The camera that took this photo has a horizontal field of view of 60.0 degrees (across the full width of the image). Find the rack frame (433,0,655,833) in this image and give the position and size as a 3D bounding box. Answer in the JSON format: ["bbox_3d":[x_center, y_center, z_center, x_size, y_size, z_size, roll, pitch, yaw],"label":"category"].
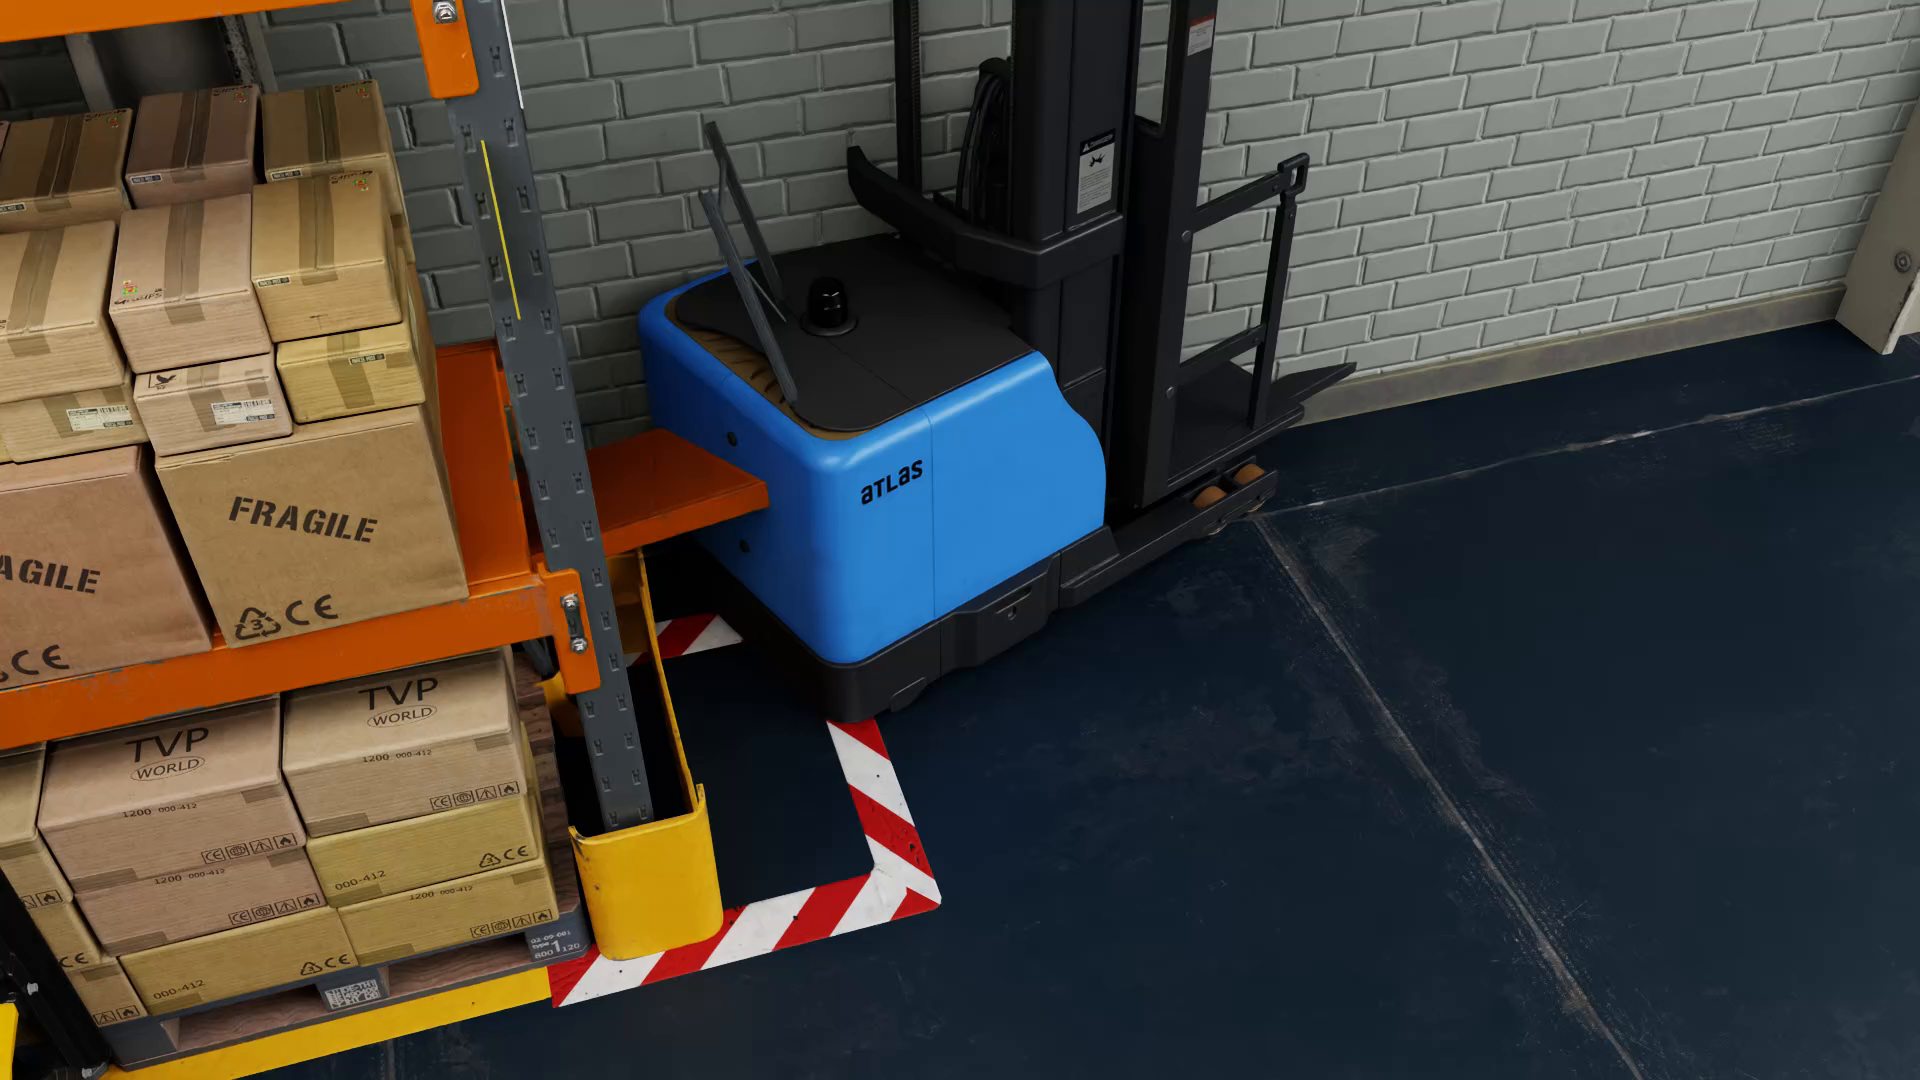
[{"bbox_3d":[-0.994,-0.385,3.911,0.127,3.000,1.000,-12,42,-13],"label":"rack frame"}]

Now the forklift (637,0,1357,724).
[{"bbox_3d":[0.486,-1.365,5.085,3.031,2.935,1.130,-28,48,-28],"label":"forklift"}]

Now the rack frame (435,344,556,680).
[{"bbox_3d":[-1.411,-0.130,4.883,0.032,1.500,0.500,-17,35,5],"label":"rack frame"}]

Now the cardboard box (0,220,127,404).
[{"bbox_3d":[-1.739,-0.439,3.178,0.250,0.149,0.380,-11,42,-12],"label":"cardboard box"}]

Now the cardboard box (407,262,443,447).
[{"bbox_3d":[-1.550,-0.499,3.966,0.500,0.500,0.500,-10,42,-12],"label":"cardboard box"}]

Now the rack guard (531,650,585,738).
[{"bbox_3d":[-1.227,0.350,5.238,0.087,0.250,0.587,-17,35,5],"label":"rack guard"}]

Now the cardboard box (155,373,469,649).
[{"bbox_3d":[-1.384,-0.161,3.578,0.500,0.500,0.500,-13,43,-14],"label":"cardboard box"}]

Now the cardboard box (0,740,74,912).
[{"bbox_3d":[-2.303,0.613,3.779,0.500,0.250,0.500,-11,42,-13],"label":"cardboard box"}]

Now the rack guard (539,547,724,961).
[{"bbox_3d":[-0.971,0.551,4.739,0.348,0.500,1.175,-12,42,-13],"label":"rack guard"}]

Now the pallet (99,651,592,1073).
[{"bbox_3d":[-1.711,0.842,4.625,1.213,0.211,1.003,-12,42,-13],"label":"pallet"}]

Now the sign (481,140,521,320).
[{"bbox_3d":[-0.844,-0.567,3.059,0.005,0.325,0.100,-12,42,-13],"label":"sign"}]

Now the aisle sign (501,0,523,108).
[{"bbox_3d":[-0.843,-1.193,2.860,0.004,0.787,0.394,-12,42,-13],"label":"aisle sign"}]

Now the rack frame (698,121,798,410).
[{"bbox_3d":[-0.444,-0.428,4.787,0.032,1.500,0.500,-17,35,5],"label":"rack frame"}]

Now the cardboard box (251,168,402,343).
[{"bbox_3d":[-1.272,-0.576,3.335,0.250,0.149,0.380,-12,42,-13],"label":"cardboard box"}]

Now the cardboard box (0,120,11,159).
[{"bbox_3d":[-2.126,-0.716,3.494,0.250,0.149,0.380,-11,42,-13],"label":"cardboard box"}]

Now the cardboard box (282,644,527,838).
[{"bbox_3d":[-1.339,0.402,4.020,0.500,0.250,0.500,-10,42,-12],"label":"cardboard box"}]

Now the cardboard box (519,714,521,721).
[{"bbox_3d":[-1.521,0.466,4.707,0.500,0.250,0.500,-12,42,-13],"label":"cardboard box"}]

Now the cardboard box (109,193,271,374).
[{"bbox_3d":[-1.498,-0.508,3.256,0.250,0.149,0.380,-12,42,-13],"label":"cardboard box"}]

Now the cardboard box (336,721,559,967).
[{"bbox_3d":[-1.347,0.783,4.344,0.500,0.250,0.500,-11,42,-13],"label":"cardboard box"}]

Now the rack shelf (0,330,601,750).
[{"bbox_3d":[-2.901,0.281,3.695,4.000,0.370,1.077,-12,42,-13],"label":"rack shelf"}]

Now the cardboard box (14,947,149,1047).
[{"bbox_3d":[-2.304,0.969,4.132,0.500,0.250,0.500,-11,42,-13],"label":"cardboard box"}]

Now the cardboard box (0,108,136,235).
[{"bbox_3d":[-1.885,-0.755,3.540,0.250,0.149,0.380,-11,42,-12],"label":"cardboard box"}]

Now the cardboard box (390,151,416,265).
[{"bbox_3d":[-1.395,-0.763,3.774,0.250,0.149,0.380,-13,43,-14],"label":"cardboard box"}]

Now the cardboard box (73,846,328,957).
[{"bbox_3d":[-1.846,0.689,4.073,0.500,0.250,0.500,-12,43,-13],"label":"cardboard box"}]

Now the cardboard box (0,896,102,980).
[{"bbox_3d":[-2.332,0.804,3.941,0.500,0.250,0.500,-13,43,-14],"label":"cardboard box"}]

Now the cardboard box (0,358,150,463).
[{"bbox_3d":[-1.741,-0.341,3.291,0.250,0.149,0.380,-11,42,-12],"label":"cardboard box"}]

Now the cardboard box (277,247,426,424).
[{"bbox_3d":[-1.240,-0.423,3.385,0.250,0.149,0.380,-11,42,-12],"label":"cardboard box"}]

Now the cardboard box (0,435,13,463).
[{"bbox_3d":[-1.981,-0.299,3.243,0.250,0.149,0.380,-12,43,-13],"label":"cardboard box"}]

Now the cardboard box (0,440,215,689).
[{"bbox_3d":[-1.882,-0.064,3.468,0.500,0.500,0.500,-10,42,-12],"label":"cardboard box"}]

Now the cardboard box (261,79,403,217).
[{"bbox_3d":[-1.378,-0.847,3.644,0.250,0.149,0.380,-12,43,-14],"label":"cardboard box"}]

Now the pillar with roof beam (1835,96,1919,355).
[{"bbox_3d":[5.088,-1.557,0.692,0.400,9.000,9.100,-12,42,-13],"label":"pillar with roof beam"}]

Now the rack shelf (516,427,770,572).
[{"bbox_3d":[-0.875,-0.141,4.937,1.000,0.185,0.538,-17,35,5],"label":"rack shelf"}]

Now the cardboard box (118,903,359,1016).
[{"bbox_3d":[-1.824,0.876,4.239,0.500,0.250,0.500,-12,42,-13],"label":"cardboard box"}]

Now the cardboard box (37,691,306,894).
[{"bbox_3d":[-1.824,0.507,3.901,0.500,0.250,0.500,-11,42,-12],"label":"cardboard box"}]

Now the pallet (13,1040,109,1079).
[{"bbox_3d":[-2.872,1.081,4.352,1.213,0.211,1.003,-12,42,-13],"label":"pallet"}]

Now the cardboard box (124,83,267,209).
[{"bbox_3d":[-1.651,-0.834,3.629,0.250,0.149,0.380,-10,42,-12],"label":"cardboard box"}]

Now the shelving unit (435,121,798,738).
[{"bbox_3d":[-0.936,-0.276,4.836,1.083,1.500,0.587,-17,35,5],"label":"shelving unit"}]

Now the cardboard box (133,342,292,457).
[{"bbox_3d":[-1.475,-0.354,3.306,0.250,0.149,0.380,-11,42,-12],"label":"cardboard box"}]

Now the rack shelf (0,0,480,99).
[{"bbox_3d":[-2.901,-0.849,2.708,4.000,0.370,1.077,-12,42,-13],"label":"rack shelf"}]

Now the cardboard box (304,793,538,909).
[{"bbox_3d":[-1.364,0.596,4.178,0.500,0.250,0.500,-12,43,-14],"label":"cardboard box"}]
